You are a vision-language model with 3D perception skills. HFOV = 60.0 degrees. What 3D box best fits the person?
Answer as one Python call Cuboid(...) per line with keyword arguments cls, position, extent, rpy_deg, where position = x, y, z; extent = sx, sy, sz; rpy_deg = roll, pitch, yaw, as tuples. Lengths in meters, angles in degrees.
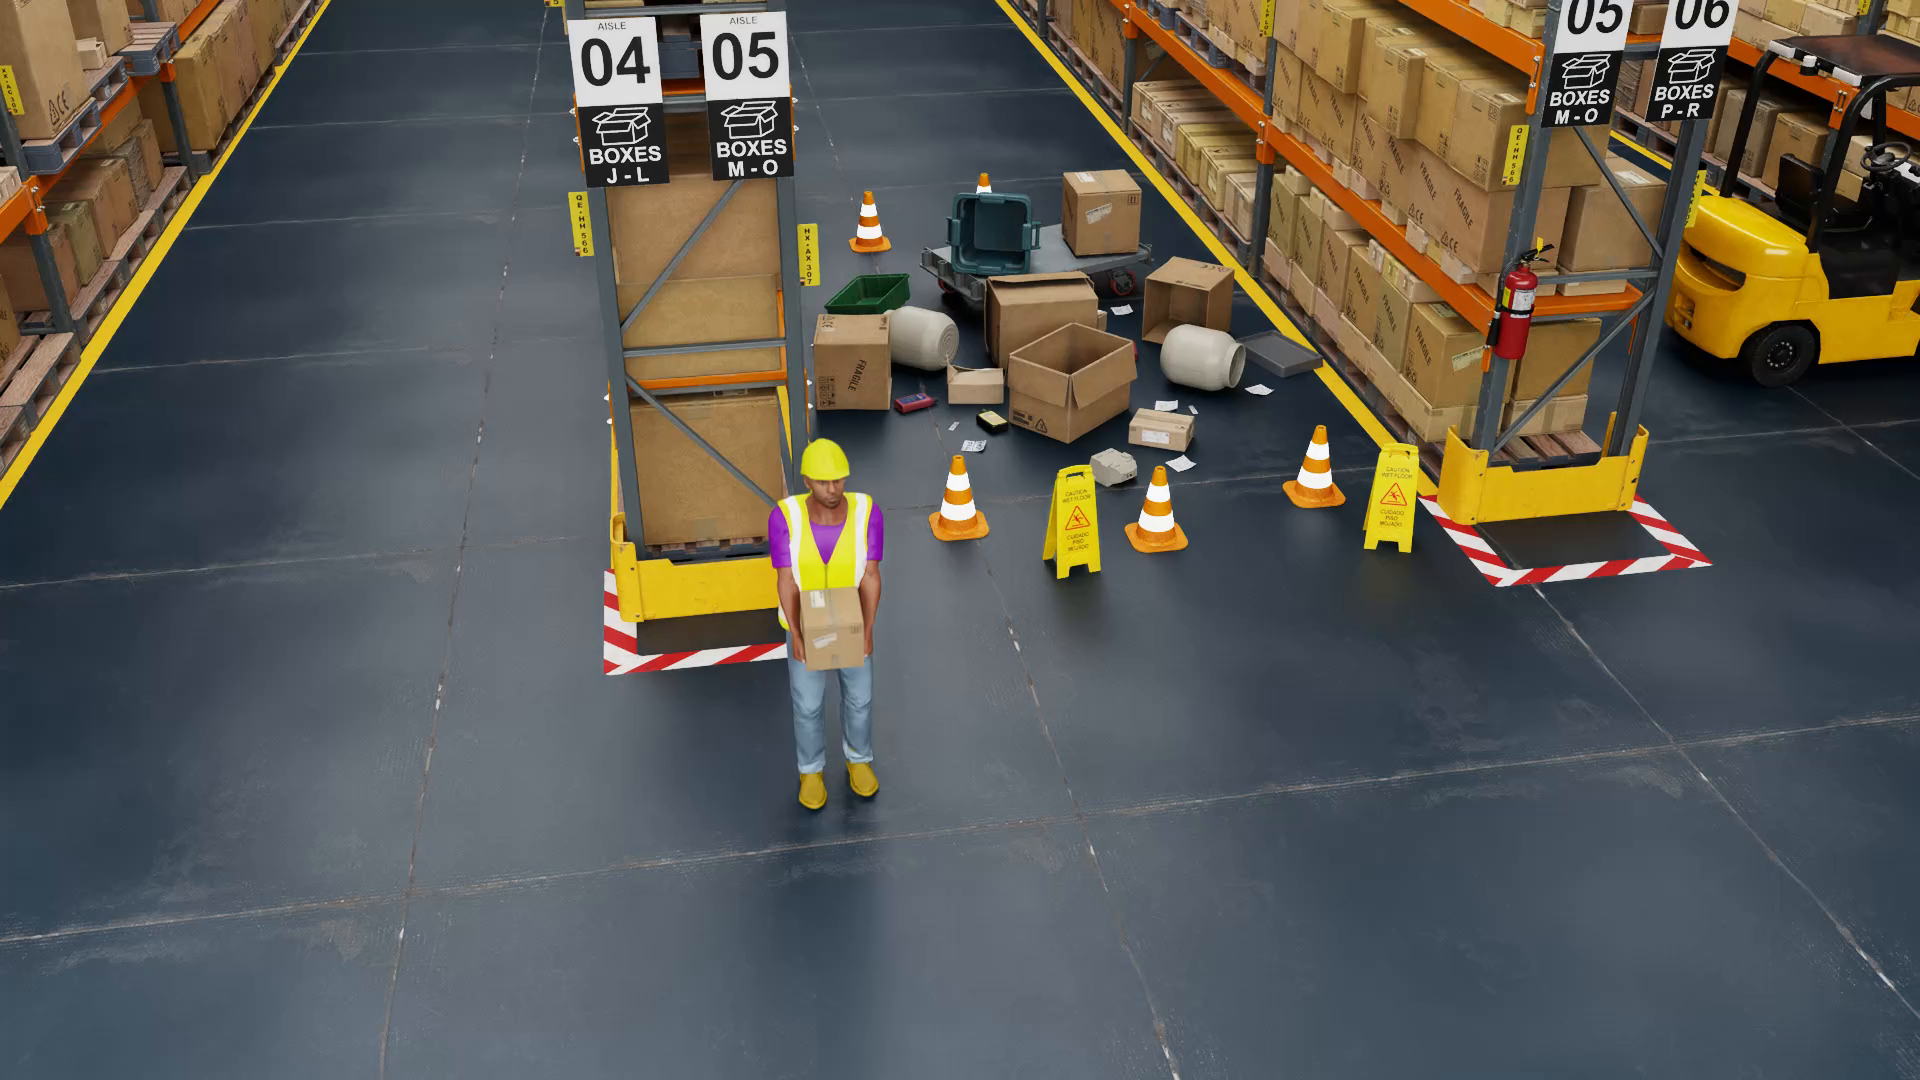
Cuboid(cls="person", position=(-0.576, 0.386, 7.466), extent=(0.503, 1.758, 0.446), rpy_deg=(-5, 31, -8))
